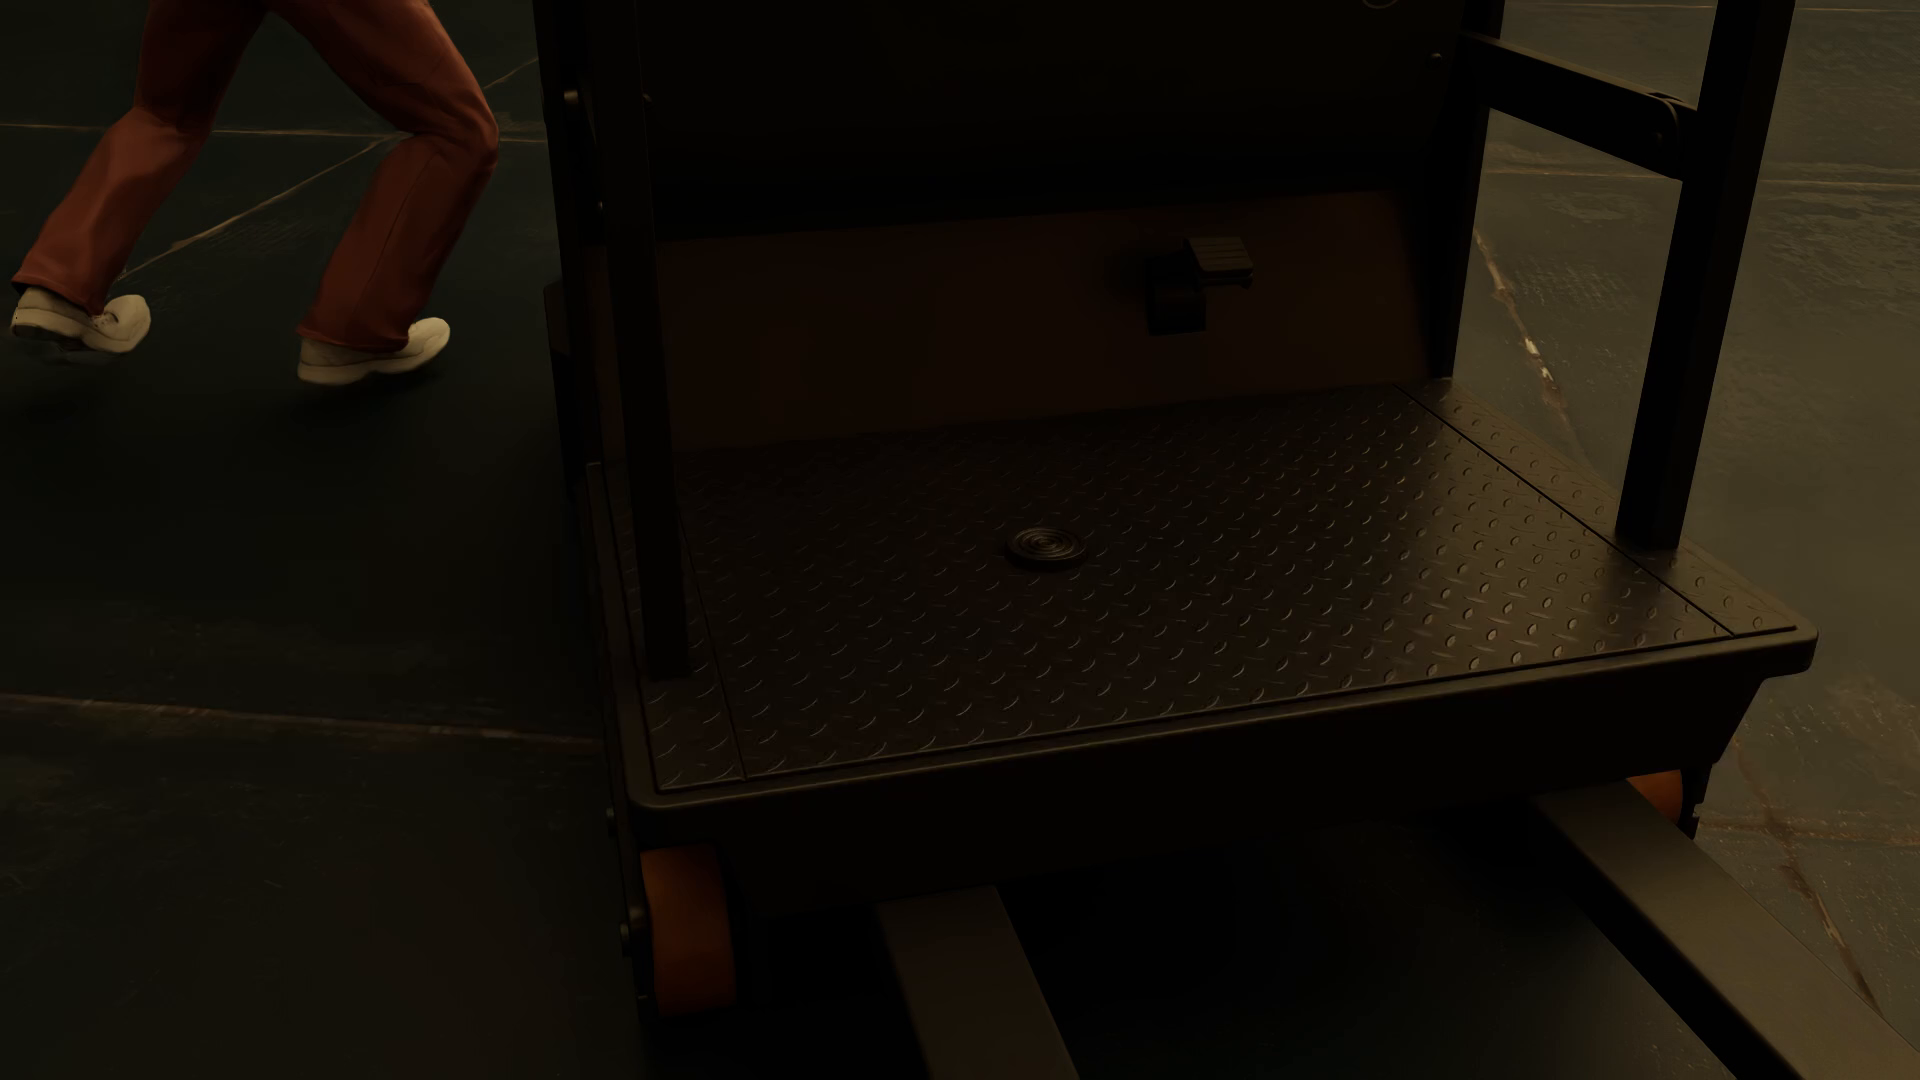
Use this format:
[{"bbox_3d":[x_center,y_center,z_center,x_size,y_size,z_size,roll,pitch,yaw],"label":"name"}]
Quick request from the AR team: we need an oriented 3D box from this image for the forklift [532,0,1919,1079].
[{"bbox_3d":[0.153,-1.049,1.319,1.130,2.935,3.031,-7,27,-13],"label":"forklift"}]

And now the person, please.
[{"bbox_3d":[-1.119,-0.954,2.765,0.984,1.427,0.716,9,28,18],"label":"person"}]
